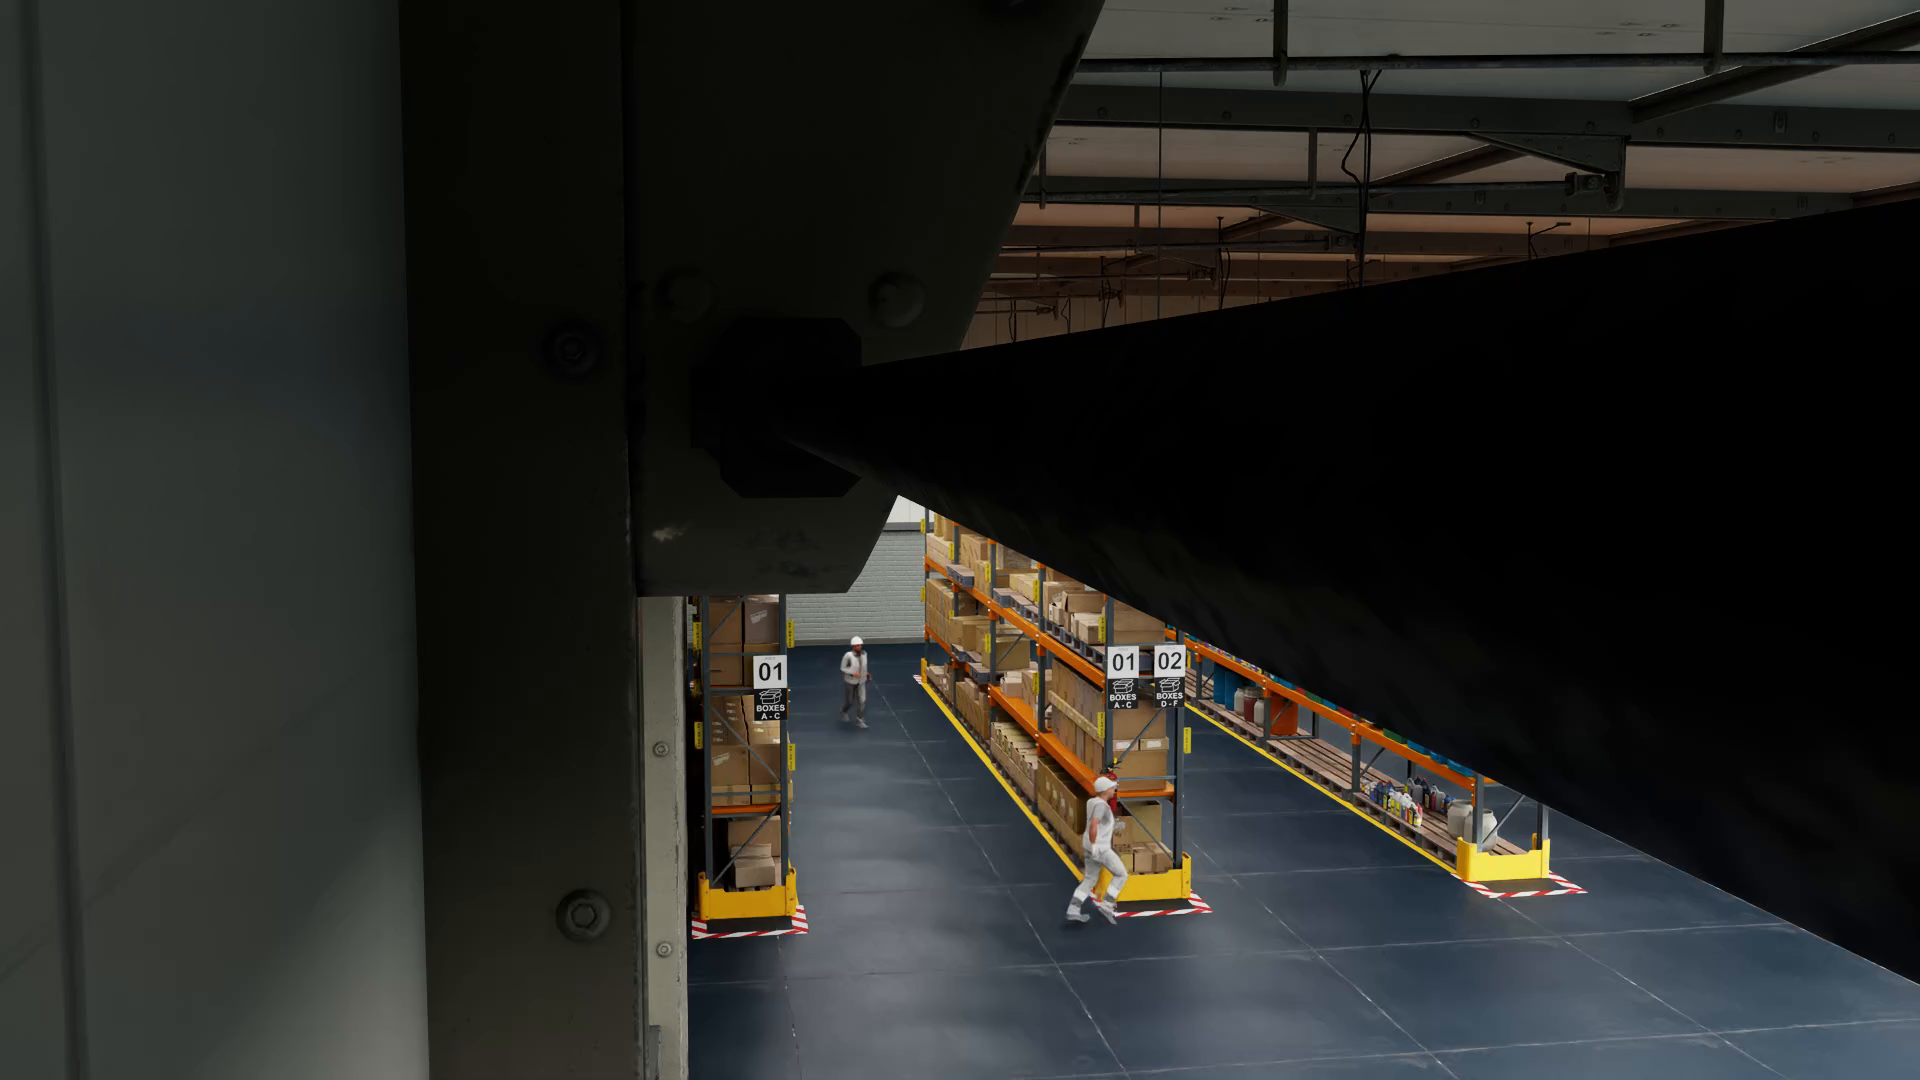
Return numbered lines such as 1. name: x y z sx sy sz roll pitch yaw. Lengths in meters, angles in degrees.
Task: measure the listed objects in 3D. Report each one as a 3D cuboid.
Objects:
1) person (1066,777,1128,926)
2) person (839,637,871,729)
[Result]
1. person: 1.646 3.713 19.826 0.789 1.785 0.692 -1 5 -14
2. person: -2.031 2.683 31.630 0.641 1.748 0.927 -3 6 -27
